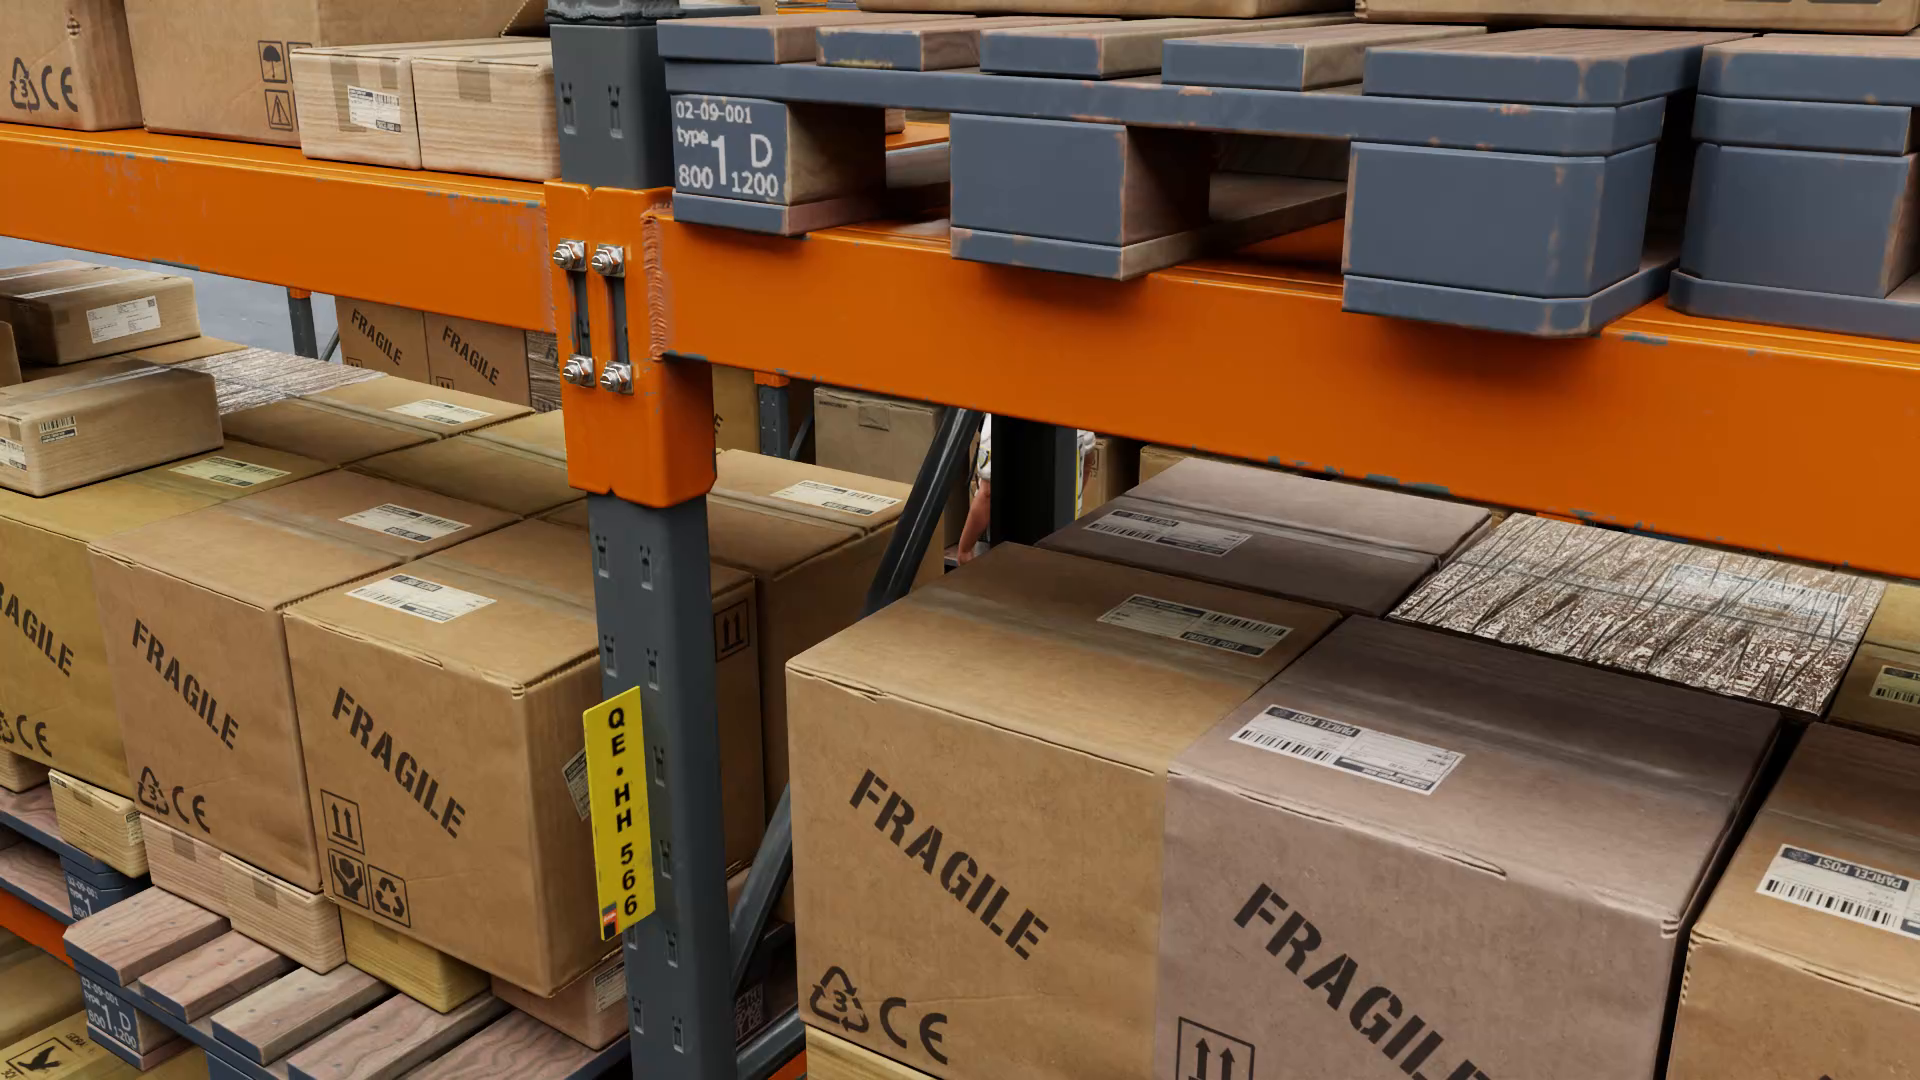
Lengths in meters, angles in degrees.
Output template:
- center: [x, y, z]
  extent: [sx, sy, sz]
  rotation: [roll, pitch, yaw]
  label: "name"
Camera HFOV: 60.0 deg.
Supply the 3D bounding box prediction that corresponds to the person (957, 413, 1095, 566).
- center: [0.201, -0.059, 6.657]
  extent: [0.640, 1.781, 0.575]
  rotation: [-18, 26, -40]
  label: "person"
